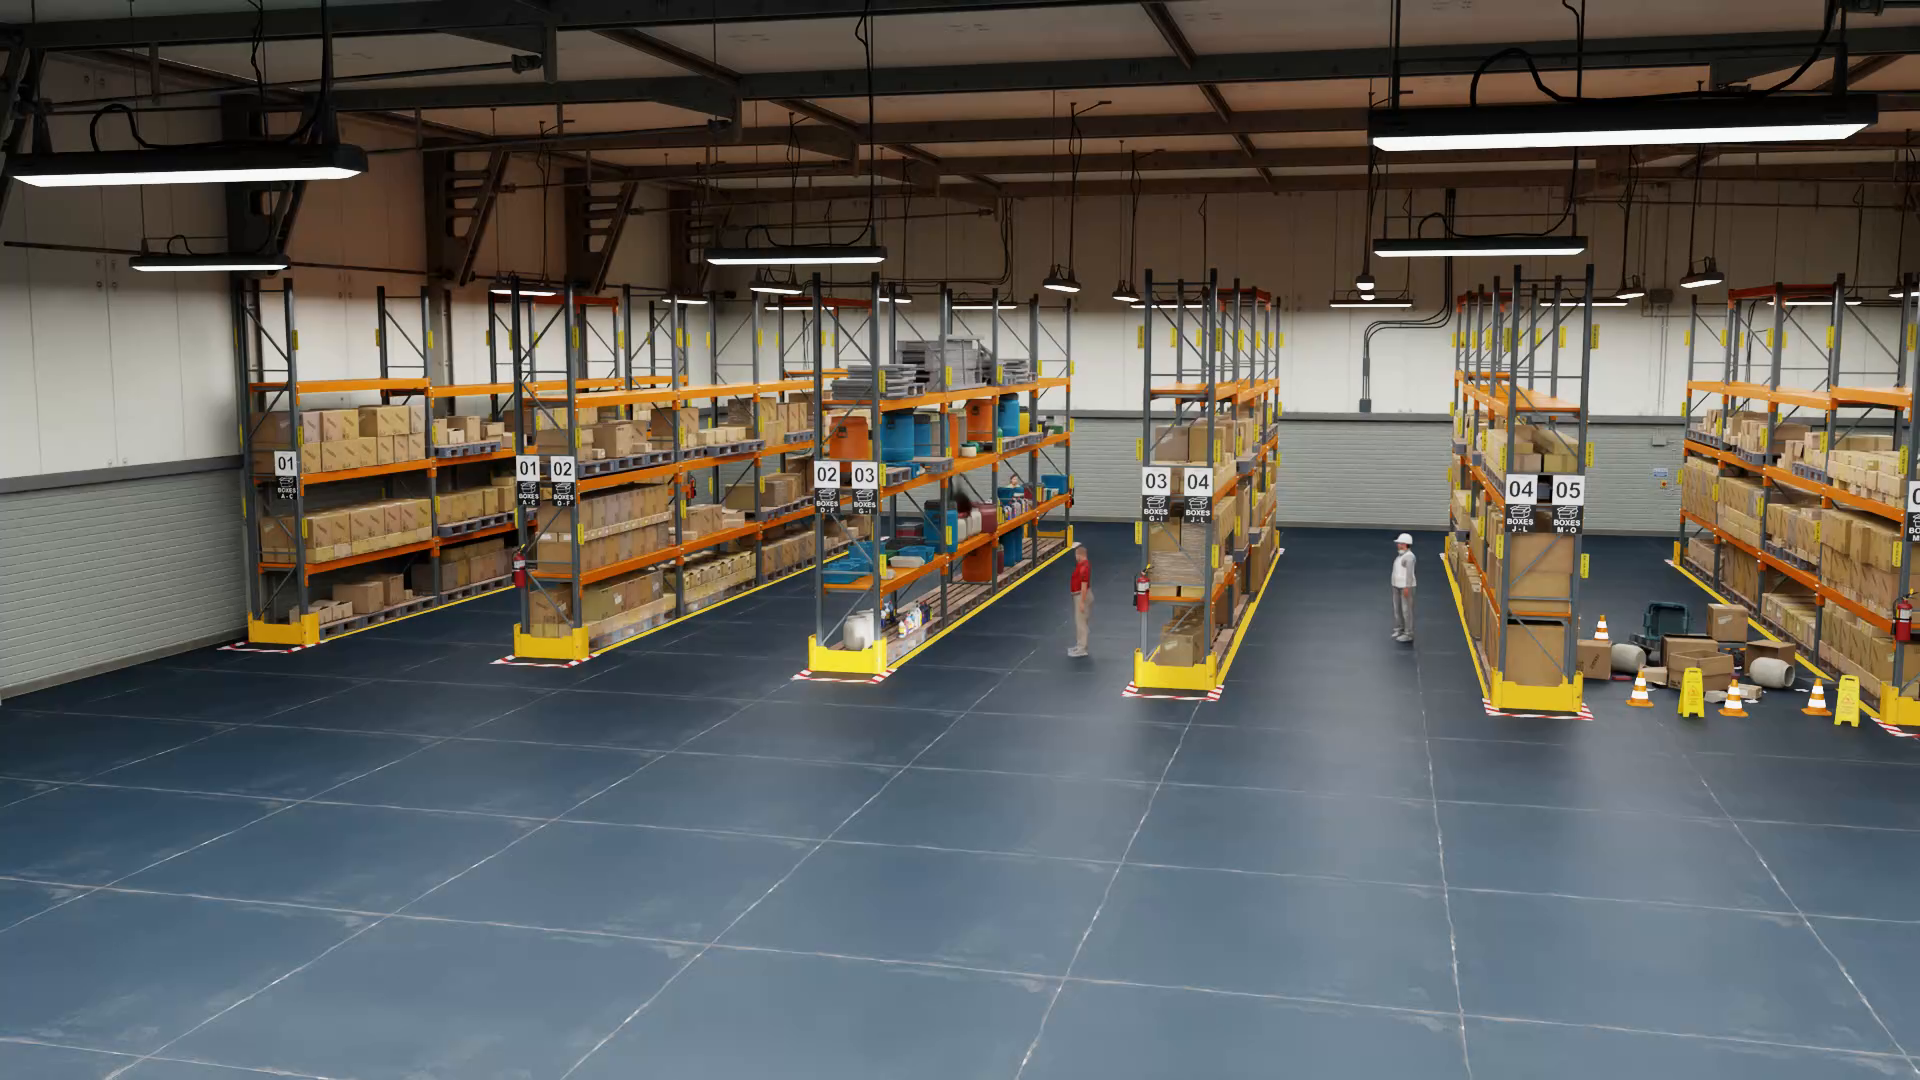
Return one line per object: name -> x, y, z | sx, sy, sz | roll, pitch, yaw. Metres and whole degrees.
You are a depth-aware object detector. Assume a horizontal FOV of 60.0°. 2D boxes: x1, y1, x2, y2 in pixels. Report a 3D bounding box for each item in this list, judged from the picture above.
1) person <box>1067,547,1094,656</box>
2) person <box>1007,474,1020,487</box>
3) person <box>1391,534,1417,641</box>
person -> 1.924, 0.963, 26.530 | 0.419, 1.731, 0.591 | 1, 7, 6
person -> 1.312, -0.817, 41.635 | 0.492, 1.640, 0.897 | 2, 7, 15
person -> 7.444, 0.785, 27.884 | 0.397, 1.784, 0.526 | -2, 7, -20
